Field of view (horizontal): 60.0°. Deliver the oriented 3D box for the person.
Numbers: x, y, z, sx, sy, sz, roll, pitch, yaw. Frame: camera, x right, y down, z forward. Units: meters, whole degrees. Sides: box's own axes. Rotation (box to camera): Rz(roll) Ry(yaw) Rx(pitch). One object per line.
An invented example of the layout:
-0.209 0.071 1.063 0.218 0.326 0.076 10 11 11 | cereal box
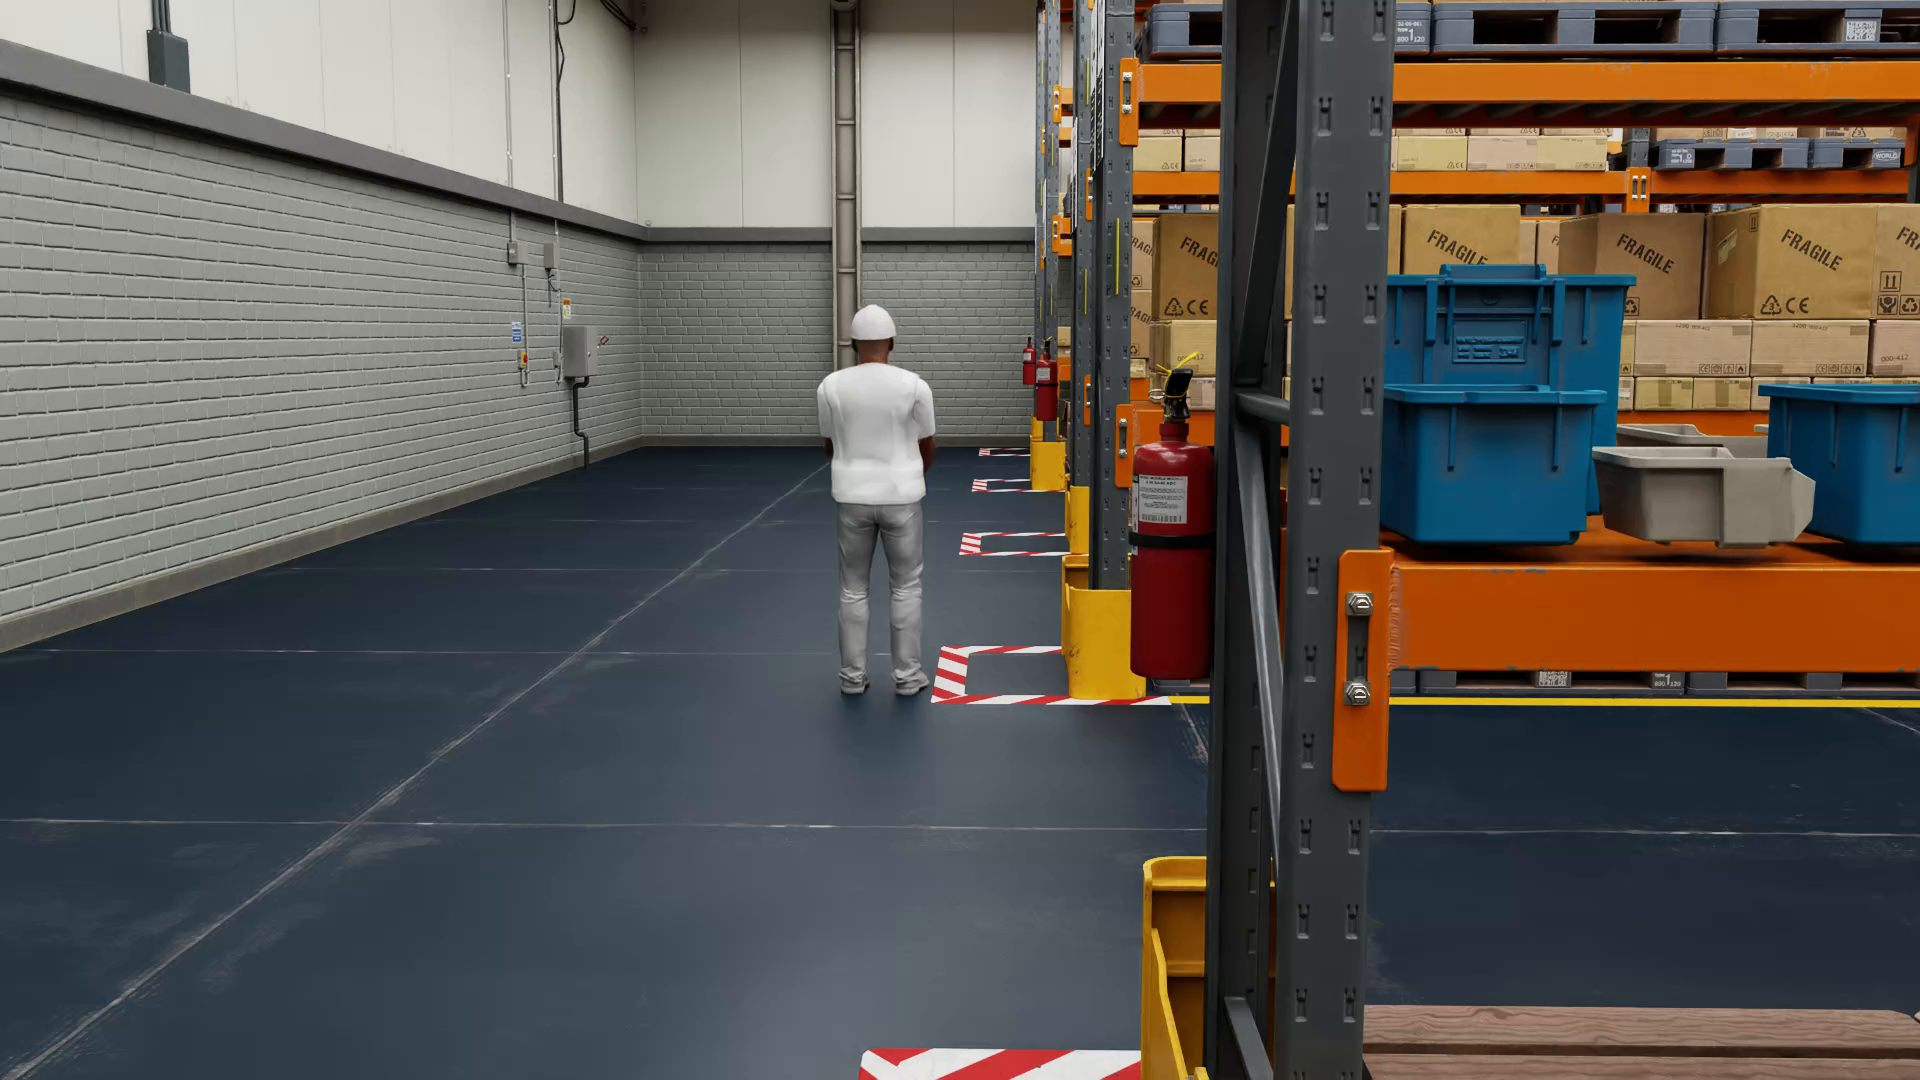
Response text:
-0.365 -0.189 7.671 0.528 1.769 0.567 1 7 7 | person
